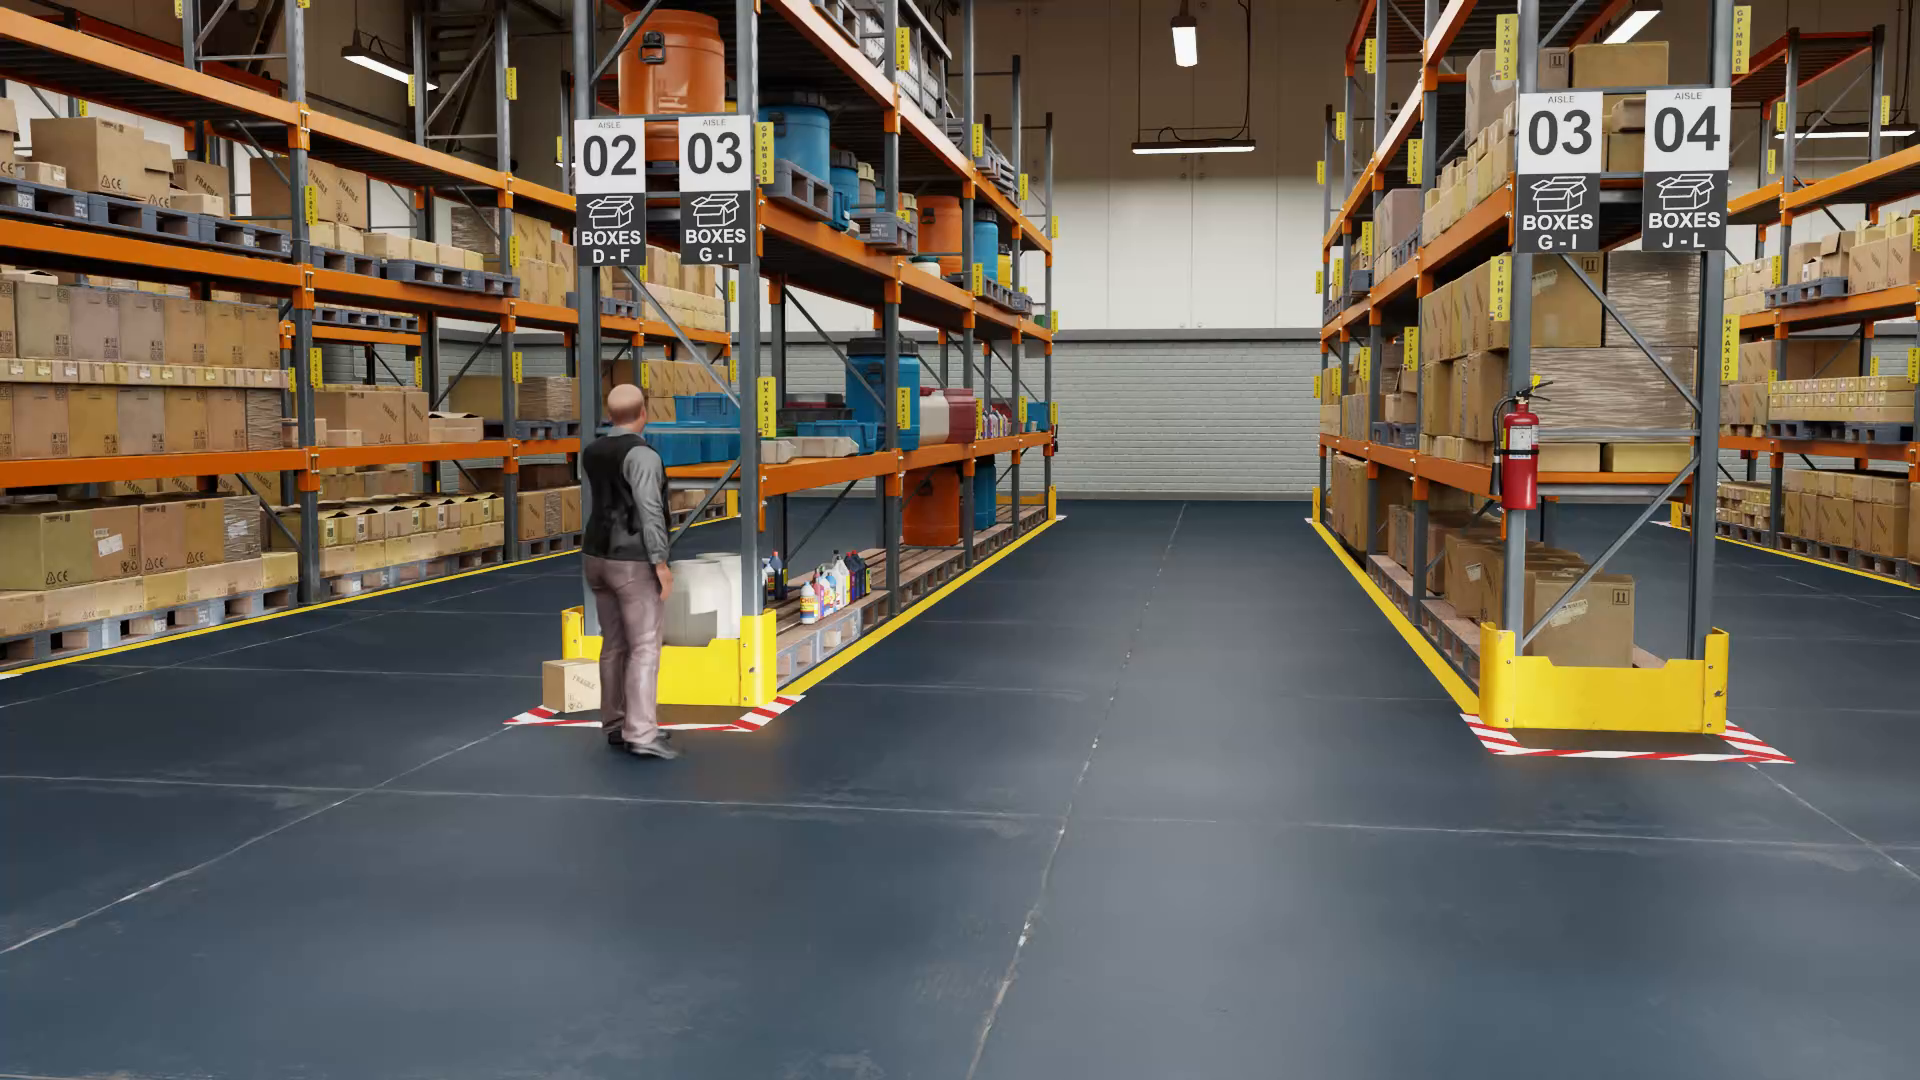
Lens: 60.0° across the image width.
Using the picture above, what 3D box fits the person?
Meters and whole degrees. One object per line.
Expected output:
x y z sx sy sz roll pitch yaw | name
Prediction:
-1.540 0.148 7.838 0.423 1.761 0.571 -4 6 -43 | person
